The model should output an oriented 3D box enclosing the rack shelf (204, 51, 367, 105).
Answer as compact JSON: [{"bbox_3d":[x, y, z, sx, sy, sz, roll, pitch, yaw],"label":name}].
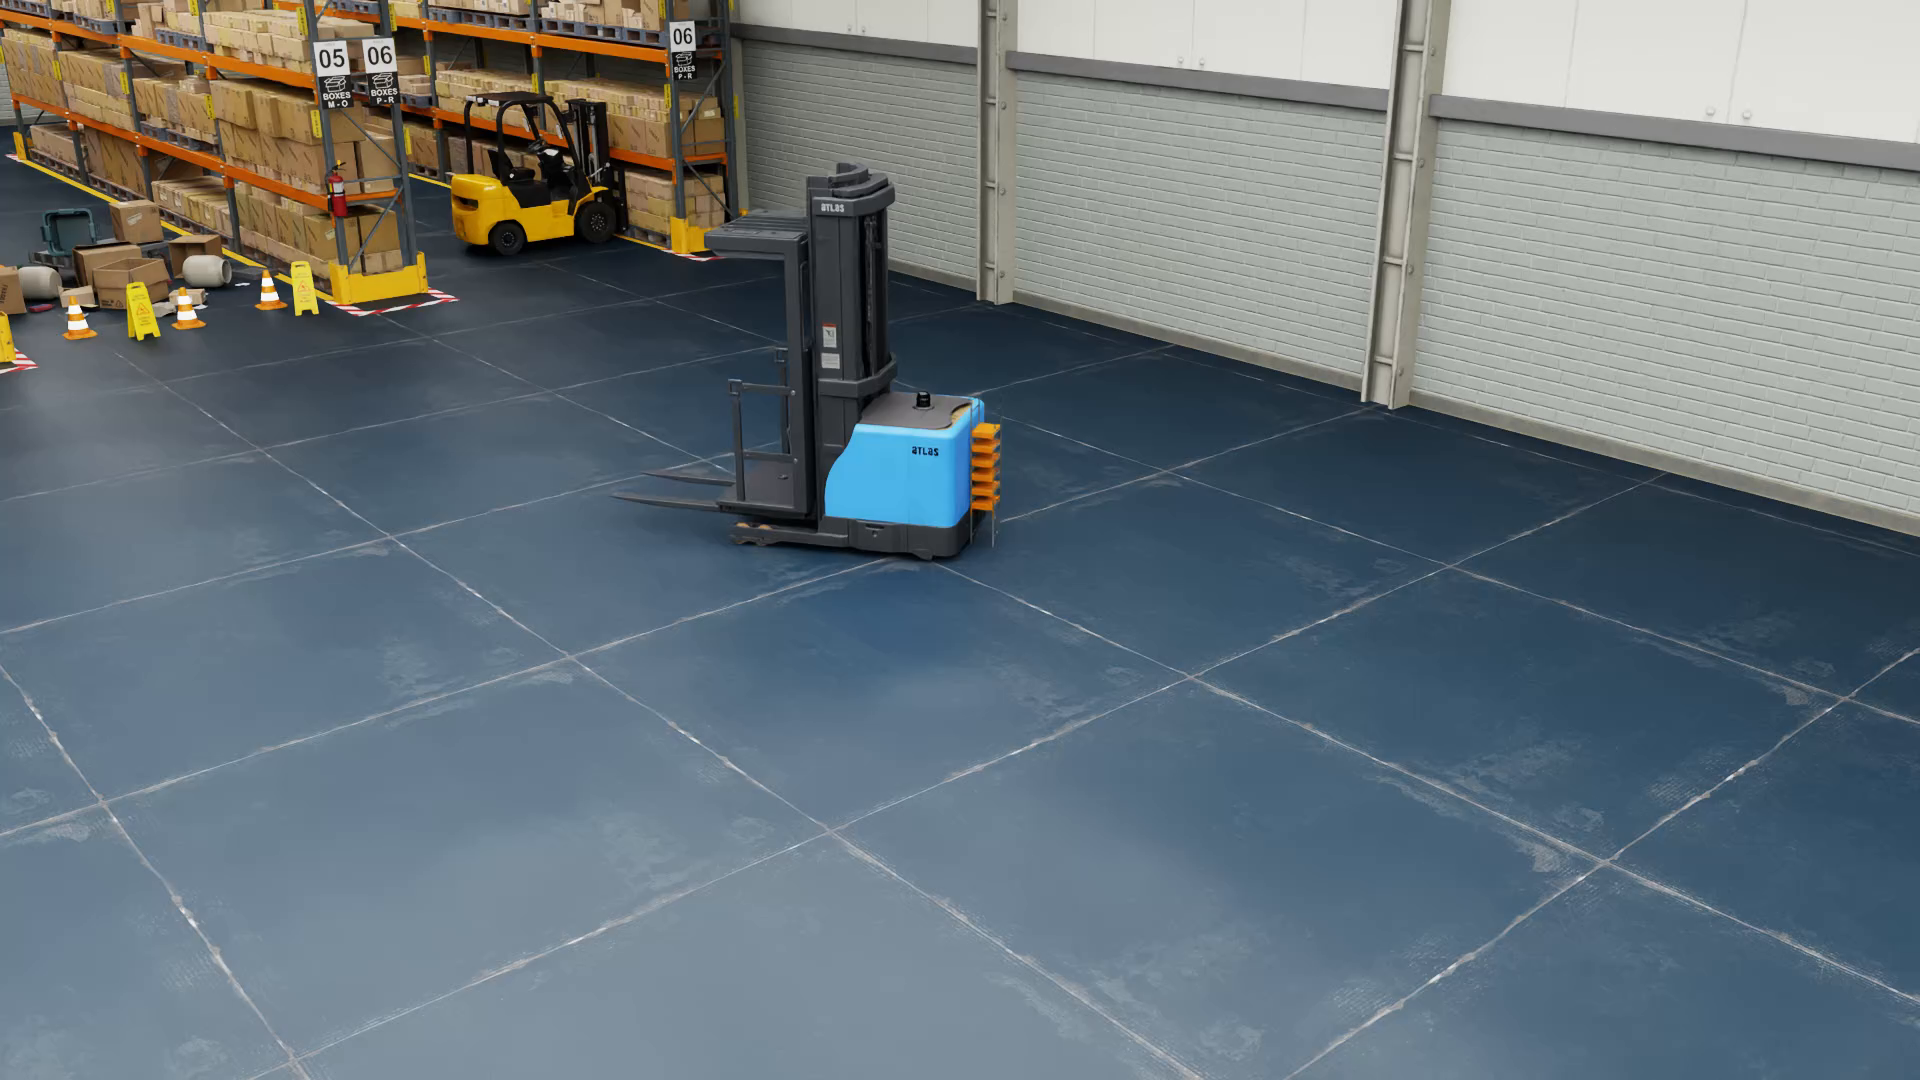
[{"bbox_3d":[-8.753,-6.151,21.949,1.077,0.370,4.000,-17,27,-37],"label":"rack shelf"}]

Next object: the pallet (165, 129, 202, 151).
[{"bbox_3d":[-11.346,-6.121,25.261,1.003,0.211,1.213,-17,27,-37],"label":"pallet"}]

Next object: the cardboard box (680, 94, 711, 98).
[{"bbox_3d":[-3.873,-6.438,24.375,0.380,0.149,0.250,-16,27,-36],"label":"cardboard box"}]

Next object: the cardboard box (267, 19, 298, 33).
[{"bbox_3d":[-8.643,-6.588,21.328,0.380,0.149,0.250,-18,28,-39],"label":"cardboard box"}]

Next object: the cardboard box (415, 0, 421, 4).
[{"bbox_3d":[-9.325,-9.483,29.128,0.380,0.149,0.250,-17,27,-36],"label":"cardboard box"}]

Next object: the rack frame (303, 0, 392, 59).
[{"bbox_3d":[-7.447,-7.330,19.860,1.000,3.000,0.127,-17,27,-37],"label":"rack frame"}]

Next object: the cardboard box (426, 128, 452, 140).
[{"bbox_3d":[-9.425,-7.339,30.072,0.380,0.149,0.250,-19,28,-40],"label":"cardboard box"}]

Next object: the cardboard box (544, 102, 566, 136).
[{"bbox_3d":[-6.208,-6.686,26.305,0.500,0.500,0.500,-18,28,-39],"label":"cardboard box"}]

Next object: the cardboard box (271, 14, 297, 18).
[{"bbox_3d":[-8.994,-6.973,22.313,0.380,0.149,0.250,-18,28,-38],"label":"cardboard box"}]

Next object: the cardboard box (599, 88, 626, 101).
[{"bbox_3d":[-5.240,-6.751,25.174,0.380,0.149,0.250,-17,27,-37],"label":"cardboard box"}]

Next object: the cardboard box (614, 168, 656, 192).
[{"bbox_3d":[-4.901,-5.430,25.058,0.500,0.250,0.500,-17,27,-37],"label":"cardboard box"}]

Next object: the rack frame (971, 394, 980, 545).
[{"bbox_3d":[0.120,-0.555,13.257,0.006,1.200,0.240,6,22,15],"label":"rack frame"}]

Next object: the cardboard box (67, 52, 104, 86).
[{"bbox_3d":[-14.857,-8.040,28.391,0.500,0.500,0.500,-18,27,-38],"label":"cardboard box"}]

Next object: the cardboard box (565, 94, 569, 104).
[{"bbox_3d":[-5.930,-6.886,25.925,0.380,0.149,0.250,-18,27,-38],"label":"cardboard box"}]

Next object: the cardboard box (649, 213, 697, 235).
[{"bbox_3d":[-4.235,-4.689,24.538,0.500,0.250,0.500,-17,27,-37],"label":"cardboard box"}]

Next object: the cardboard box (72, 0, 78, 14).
[{"bbox_3d":[-14.353,-8.794,27.318,0.396,0.266,0.258,-15,26,-33],"label":"cardboard box"}]

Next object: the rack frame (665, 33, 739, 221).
[{"bbox_3d":[-3.689,-5.719,23.974,1.000,3.000,0.127,-17,27,-37],"label":"rack frame"}]

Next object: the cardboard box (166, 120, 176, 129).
[{"bbox_3d":[-11.915,-6.390,25.454,0.380,0.149,0.250,-16,26,-34],"label":"cardboard box"}]

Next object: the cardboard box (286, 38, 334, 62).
[{"bbox_3d":[-7.985,-6.079,20.577,0.500,0.250,0.500,-18,28,-38],"label":"cardboard box"}]

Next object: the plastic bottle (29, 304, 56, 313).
[{"bbox_3d":[-11.489,-2.909,20.827,0.133,0.061,0.283,12,24,27],"label":"plastic bottle"}]

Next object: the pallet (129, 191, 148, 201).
[{"bbox_3d":[-13.127,-5.684,27.708,1.003,0.211,1.213,-17,27,-37],"label":"pallet"}]

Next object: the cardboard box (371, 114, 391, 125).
[{"bbox_3d":[-11.074,-8.080,31.962,0.380,0.149,0.250,-19,28,-40],"label":"cardboard box"}]

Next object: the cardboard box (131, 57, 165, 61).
[{"bbox_3d":[-13.463,-7.735,27.611,0.500,0.500,0.500,-17,27,-36],"label":"cardboard box"}]

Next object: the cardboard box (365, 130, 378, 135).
[{"bbox_3d":[-7.887,-5.061,21.748,0.500,0.500,0.500,-16,27,-36],"label":"cardboard box"}]

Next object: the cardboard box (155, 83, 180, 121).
[{"bbox_3d":[-11.853,-6.661,25.256,0.500,0.500,0.500,-17,27,-37],"label":"cardboard box"}]

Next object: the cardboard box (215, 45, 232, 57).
[{"bbox_3d":[-9.914,-6.691,22.685,0.380,0.149,0.250,-17,27,-37],"label":"cardboard box"}]

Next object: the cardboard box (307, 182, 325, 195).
[{"bbox_3d":[-8.103,-4.516,21.245,0.380,0.149,0.250,-18,28,-38],"label":"cardboard box"}]

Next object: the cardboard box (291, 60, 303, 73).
[{"bbox_3d":[-8.079,-5.909,20.690,0.380,0.149,0.250,-17,27,-37],"label":"cardboard box"}]

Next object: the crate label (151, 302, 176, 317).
[{"bbox_3d":[-9.884,-2.860,20.598,0.298,0.136,0.250,7,23,18],"label":"crate label"}]

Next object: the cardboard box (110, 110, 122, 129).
[{"bbox_3d":[-13.541,-6.892,27.174,0.500,0.250,0.500,-17,27,-37],"label":"cardboard box"}]

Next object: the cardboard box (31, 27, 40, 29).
[{"bbox_3d":[-17.505,-9.720,31.790,0.380,0.149,0.250,-17,27,-37],"label":"cardboard box"}]

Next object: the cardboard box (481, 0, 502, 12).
[{"bbox_3d":[-7.458,-8.776,27.073,0.500,0.311,0.500,-19,28,-39],"label":"cardboard box"}]

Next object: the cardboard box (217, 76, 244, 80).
[{"bbox_3d":[-10.884,-6.814,24.759,0.380,0.149,0.250,-16,26,-35],"label":"cardboard box"}]

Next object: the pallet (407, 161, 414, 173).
[{"bbox_3d":[-10.162,-7.183,31.535,1.003,0.211,1.213,-17,27,-37],"label":"pallet"}]

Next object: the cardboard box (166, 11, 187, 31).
[{"bbox_3d":[-11.208,-7.573,24.224,0.500,0.250,0.500,-17,27,-37],"label":"cardboard box"}]

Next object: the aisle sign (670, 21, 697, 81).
[{"bbox_3d":[-3.869,-6.842,23.275,0.394,0.787,0.004,-17,27,-37],"label":"aisle sign"}]

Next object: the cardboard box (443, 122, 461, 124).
[{"bbox_3d":[-9.499,-7.708,31.014,0.380,0.149,0.250,-19,28,-40],"label":"cardboard box"}]

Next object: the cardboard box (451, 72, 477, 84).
[{"bbox_3d":[-8.564,-7.982,28.723,0.380,0.149,0.250,-17,27,-36],"label":"cardboard box"}]

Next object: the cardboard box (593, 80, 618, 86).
[{"bbox_3d":[-5.547,-7.146,26.182,0.380,0.149,0.250,-18,28,-38],"label":"cardboard box"}]

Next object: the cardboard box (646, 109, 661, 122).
[{"bbox_3d":[-4.317,-6.161,24.073,0.380,0.149,0.250,-17,27,-37],"label":"cardboard box"}]

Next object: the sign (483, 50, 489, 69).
[{"bbox_3d":[-8.493,-8.602,29.745,0.100,0.325,0.005,-17,27,-37],"label":"sign"}]

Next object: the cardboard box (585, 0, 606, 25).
[{"bbox_3d":[-5.108,-7.948,24.696,0.797,0.503,0.637,-16,27,-36],"label":"cardboard box"}]

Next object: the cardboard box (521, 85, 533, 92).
[{"bbox_3d":[-6.873,-7.282,26.936,0.380,0.149,0.250,-18,28,-38],"label":"cardboard box"}]

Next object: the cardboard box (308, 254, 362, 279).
[{"bbox_3d":[-8.194,-3.618,21.802,0.500,0.250,0.500,-18,27,-38],"label":"cardboard box"}]

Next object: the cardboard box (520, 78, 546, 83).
[{"bbox_3d":[-7.159,-7.686,27.968,0.380,0.149,0.250,-18,27,-38],"label":"cardboard box"}]

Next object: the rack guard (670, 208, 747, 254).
[{"bbox_3d":[-3.673,-4.549,24.412,1.175,0.500,0.348,-17,27,-37],"label":"rack guard"}]

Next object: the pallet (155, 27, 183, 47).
[{"bbox_3d":[-11.060,-7.433,24.493,1.213,0.211,1.003,-17,27,-37],"label":"pallet"}]

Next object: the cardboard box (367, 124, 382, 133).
[{"bbox_3d":[-11.022,-7.734,31.970,0.500,0.500,0.500,-18,28,-38],"label":"cardboard box"}]

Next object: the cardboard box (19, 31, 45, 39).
[{"bbox_3d":[-17.164,-9.324,30.780,0.380,0.149,0.250,-17,27,-37],"label":"cardboard box"}]

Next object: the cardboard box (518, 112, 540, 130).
[{"bbox_3d":[-6.827,-6.832,27.019,0.500,0.250,0.500,-17,27,-36],"label":"cardboard box"}]

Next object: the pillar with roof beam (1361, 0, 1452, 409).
[{"bbox_3d":[1.111,-4.579,12.837,9.100,9.000,0.400,-17,27,-37],"label":"pillar with roof beam"}]

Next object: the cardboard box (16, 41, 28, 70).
[{"bbox_3d":[-17.109,-8.988,30.809,0.500,0.500,0.500,-18,27,-38],"label":"cardboard box"}]

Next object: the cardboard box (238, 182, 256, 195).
[{"bbox_3d":[-9.841,-4.932,23.240,0.380,0.149,0.250,-17,27,-37],"label":"cardboard box"}]

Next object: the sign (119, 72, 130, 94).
[{"bbox_3d":[-13.087,-7.153,26.046,0.100,0.325,0.005,-17,27,-37],"label":"sign"}]

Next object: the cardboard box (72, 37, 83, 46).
[{"bbox_3d":[-15.668,-8.943,29.806,0.380,0.149,0.250,-18,28,-38],"label":"cardboard box"}]

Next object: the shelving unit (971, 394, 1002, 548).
[{"bbox_3d":[0.208,-0.546,13.234,0.189,1.200,0.258,6,22,15],"label":"shelving unit"}]

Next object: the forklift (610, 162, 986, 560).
[{"bbox_3d":[-1.361,-1.492,13.276,3.031,2.935,1.130,6,22,15],"label":"forklift"}]

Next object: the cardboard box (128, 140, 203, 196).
[{"bbox_3d":[-13.057,-6.164,27.446,0.875,0.875,0.875,-18,28,-38],"label":"cardboard box"}]
